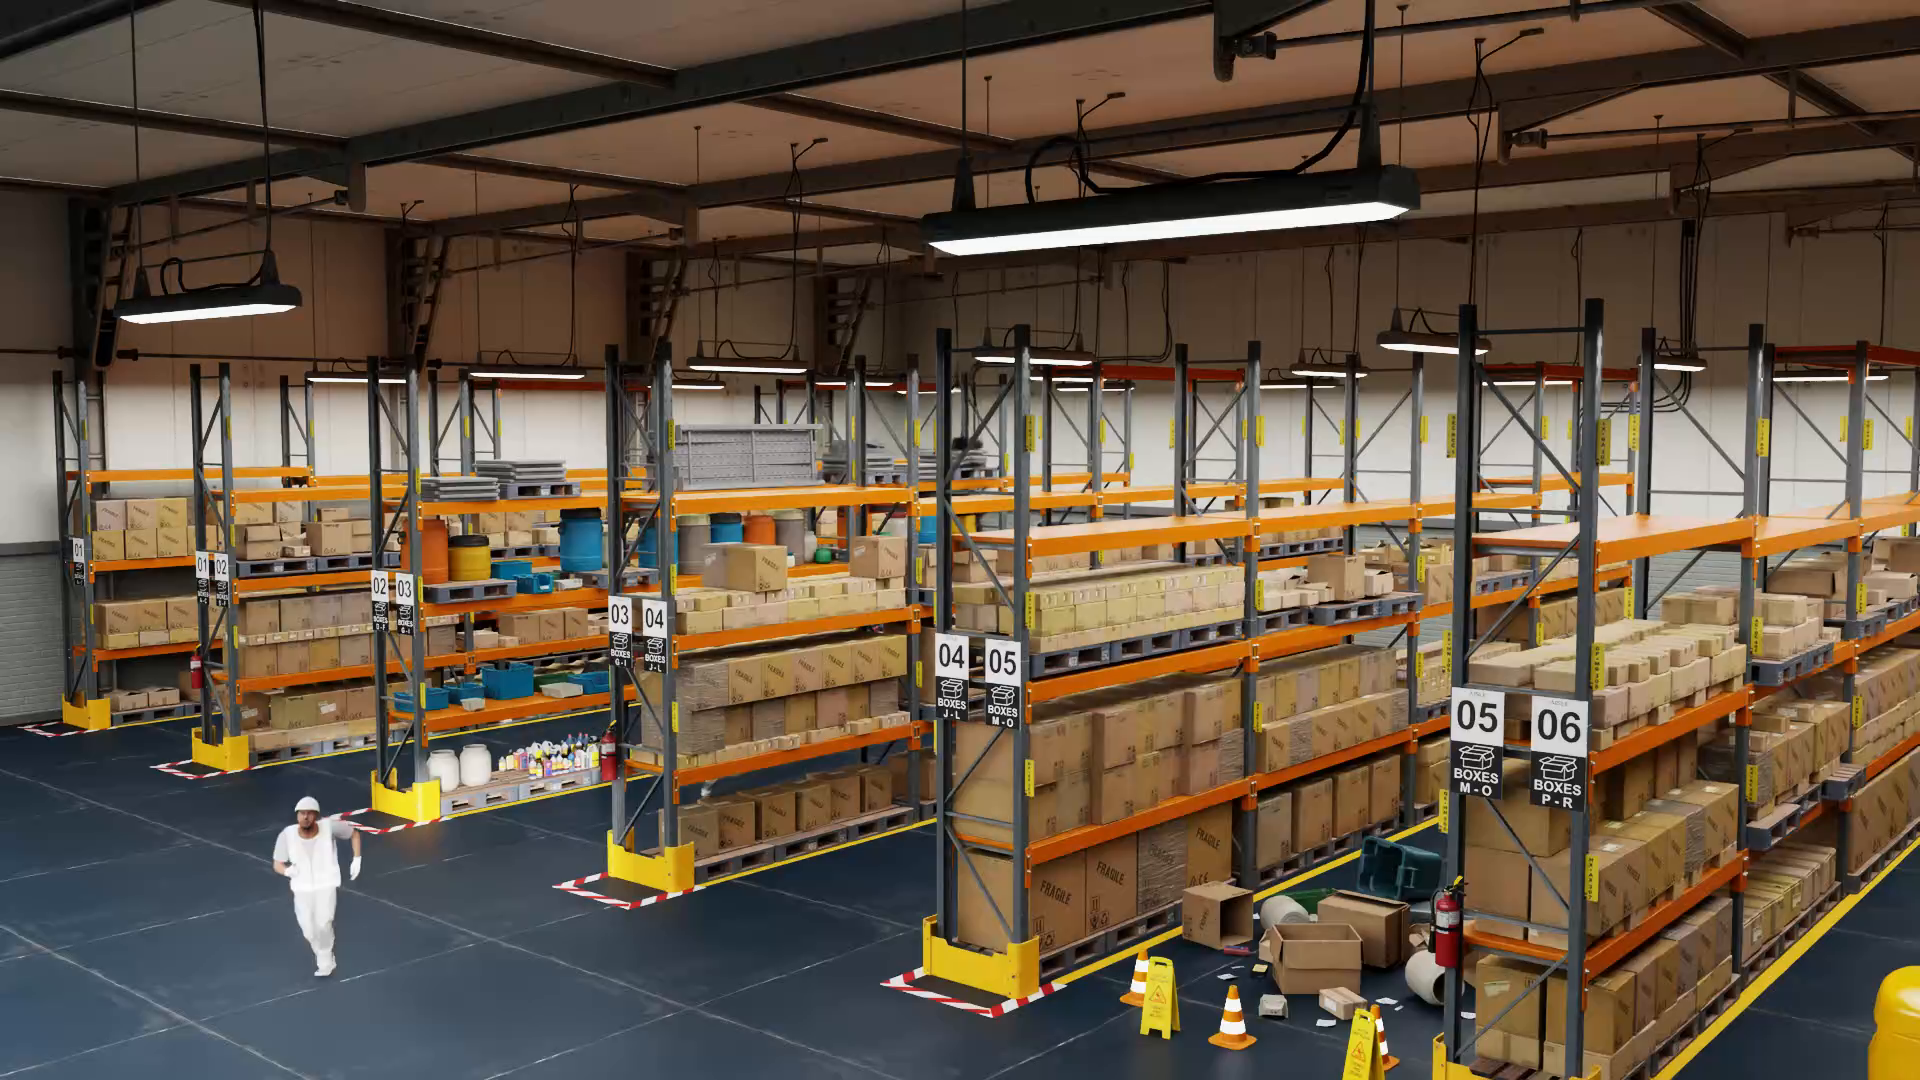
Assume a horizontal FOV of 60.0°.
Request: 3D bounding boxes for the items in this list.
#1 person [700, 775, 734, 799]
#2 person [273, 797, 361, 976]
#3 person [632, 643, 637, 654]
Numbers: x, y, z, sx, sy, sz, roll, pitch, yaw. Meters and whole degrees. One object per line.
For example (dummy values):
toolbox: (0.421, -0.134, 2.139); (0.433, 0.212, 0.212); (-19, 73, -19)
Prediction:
person: (-3.297, 2.676, 22.676); (0.664, 1.768, 0.949); (2, 5, 25)
person: (-5.875, 3.188, 15.182); (0.726, 1.722, 0.728); (-1, 4, -12)
person: (-6.638, 1.913, 33.530); (0.636, 1.727, 0.829); (3, 5, 40)
